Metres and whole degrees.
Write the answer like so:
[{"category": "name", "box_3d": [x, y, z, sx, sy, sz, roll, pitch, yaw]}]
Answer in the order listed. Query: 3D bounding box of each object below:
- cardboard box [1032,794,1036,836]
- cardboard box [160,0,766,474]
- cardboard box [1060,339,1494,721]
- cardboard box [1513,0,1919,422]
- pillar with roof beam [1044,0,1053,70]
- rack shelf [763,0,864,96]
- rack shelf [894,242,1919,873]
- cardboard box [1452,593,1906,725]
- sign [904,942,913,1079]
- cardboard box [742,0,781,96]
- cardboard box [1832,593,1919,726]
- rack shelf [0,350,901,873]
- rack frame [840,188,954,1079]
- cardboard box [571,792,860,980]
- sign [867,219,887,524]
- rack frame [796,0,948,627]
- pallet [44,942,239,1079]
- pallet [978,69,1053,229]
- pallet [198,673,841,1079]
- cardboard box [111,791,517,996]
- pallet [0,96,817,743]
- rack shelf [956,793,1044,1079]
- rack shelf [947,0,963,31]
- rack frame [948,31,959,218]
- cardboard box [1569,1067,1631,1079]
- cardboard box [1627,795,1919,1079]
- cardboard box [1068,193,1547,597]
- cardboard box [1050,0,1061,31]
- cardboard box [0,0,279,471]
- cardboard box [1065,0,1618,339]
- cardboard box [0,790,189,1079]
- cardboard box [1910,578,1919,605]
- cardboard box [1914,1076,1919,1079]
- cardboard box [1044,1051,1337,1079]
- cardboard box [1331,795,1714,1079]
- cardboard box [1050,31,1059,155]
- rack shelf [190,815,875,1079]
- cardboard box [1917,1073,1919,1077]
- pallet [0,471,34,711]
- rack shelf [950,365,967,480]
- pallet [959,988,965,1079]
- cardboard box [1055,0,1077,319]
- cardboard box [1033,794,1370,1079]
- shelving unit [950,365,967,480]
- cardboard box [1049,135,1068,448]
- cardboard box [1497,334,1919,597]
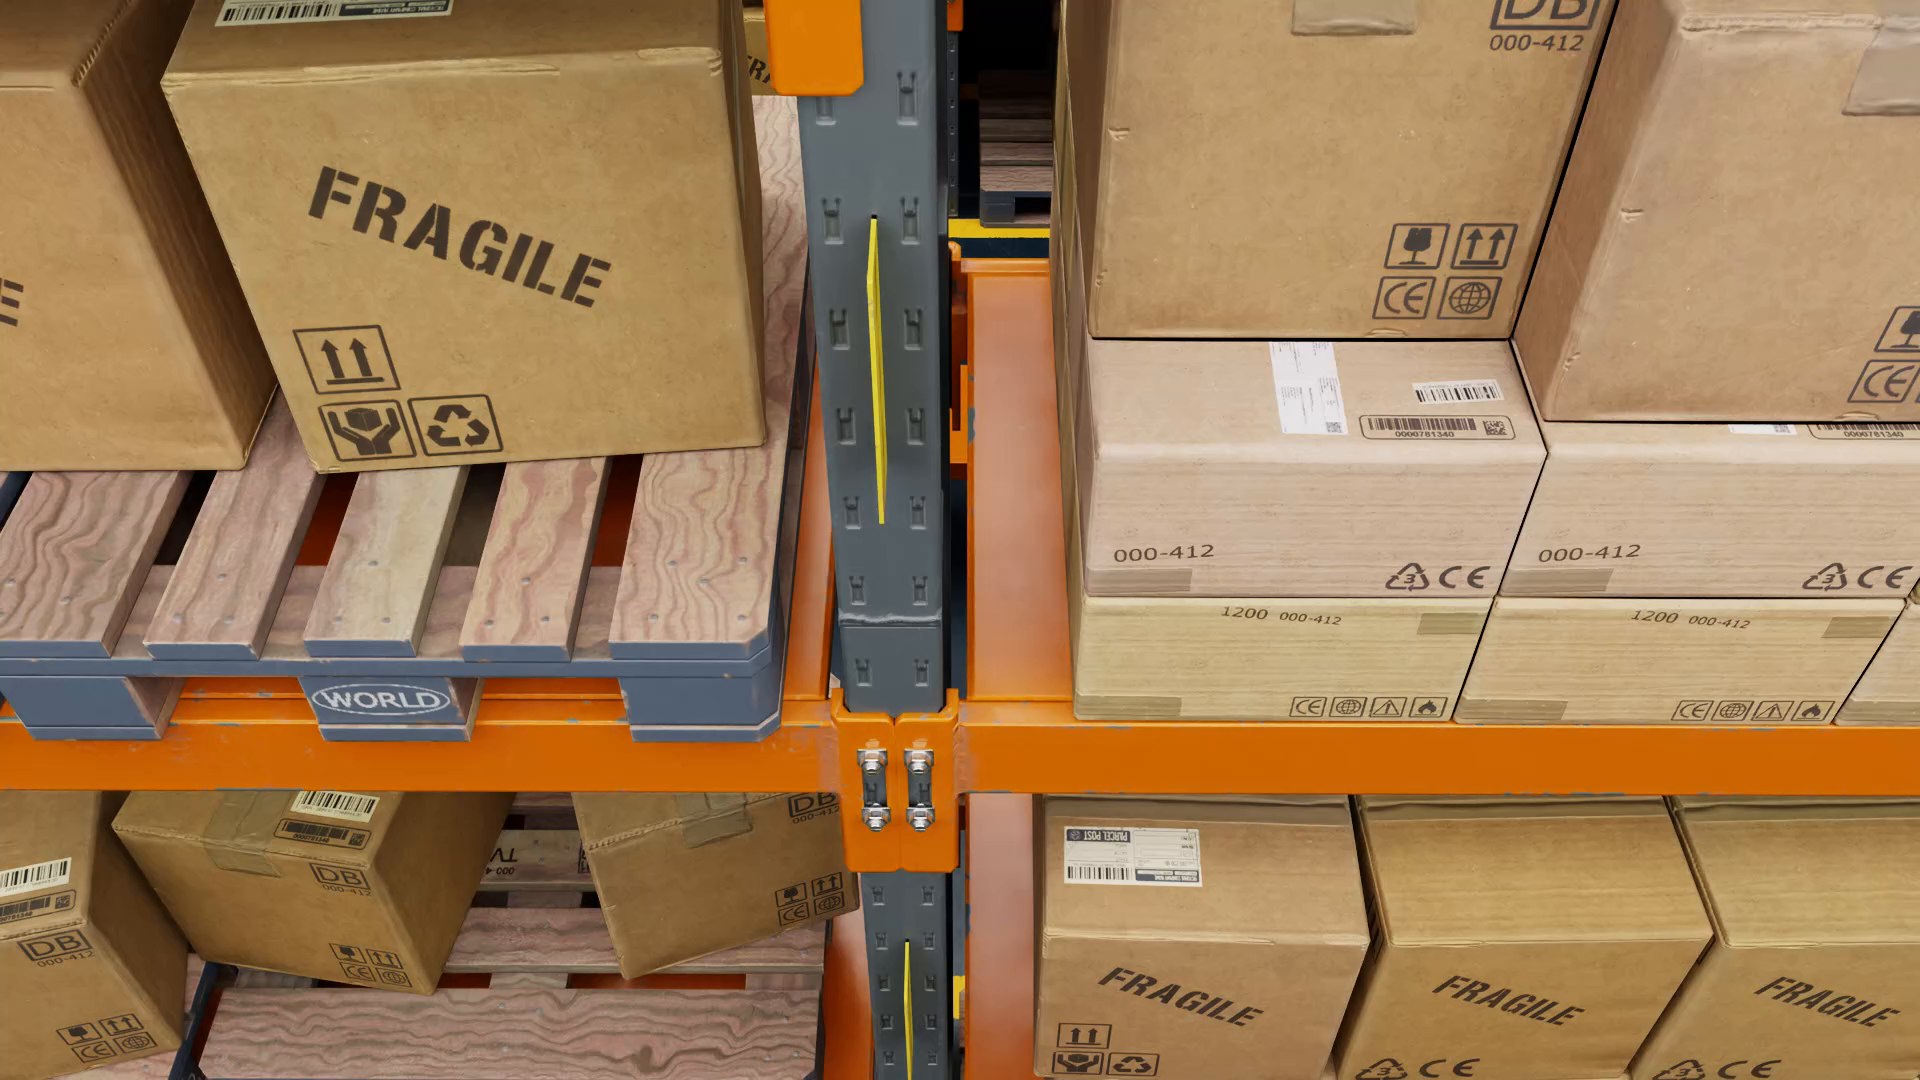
[{"category": "cardboard box", "box_3d": [0.417, 0.543, 3.627, 0.500, 0.500, 0.500, 1, 47, 1]}, {"category": "cardboard box", "box_3d": [-0.588, -0.525, 2.217, 0.600, 0.600, 0.600, -4, 47, -4]}, {"category": "cardboard box", "box_3d": [0.401, -0.025, 2.277, 0.500, 0.250, 0.500, 0, 47, 0]}, {"category": "cardboard box", "box_3d": [0.902, -0.555, 1.917, 0.500, 0.500, 0.700, 0, 47, 0]}, {"category": "pillar with roof beam", "box_3d": [0.618, -2.387, 2.324, 0.400, 9.000, 9.100, 0, 47, 0]}, {"category": "rack shelf", "box_3d": [-2.084, -0.905, 1.709, 4.000, 0.370, 1.077, 0, 47, 0]}, {"category": "rack shelf", "box_3d": [1.916, -0.008, 2.650, 4.000, 0.370, 1.077, 0, 47, 0]}, {"category": "cardboard box", "box_3d": [0.901, -0.021, 2.273, 0.500, 0.250, 0.500, 0, 47, 0]}, {"category": "sign", "box_3d": [-0.083, 0.775, 2.688, 0.005, 0.325, 0.100, 0, 47, 0]}, {"category": "cardboard box", "box_3d": [-0.720, -2.180, 7.411, 0.750, 0.750, 0.750, 1, 47, 1]}, {"category": "cardboard box", "box_3d": [1.401, -0.018, 2.271, 0.500, 0.250, 0.500, 0, 47, 0]}, {"category": "rack shelf", "box_3d": [-2.084, -0.019, 2.661, 4.000, 0.370, 1.077, 0, 47, 0]}, {"category": "rack frame", "box_3d": [-0.084, 0.763, 3.490, 0.127, 3.000, 1.000, 0, 47, 0]}, {"category": "cardboard box", "box_3d": [-0.557, 0.421, 3.453, 0.500, 0.500, 0.700, -14, 49, -13]}, {"category": "sign", "box_3d": [-0.083, -0.163, 1.681, 0.005, 0.325, 0.100, 0, 47, 0]}, {"category": "rack frame", "box_3d": [-0.084, -1.281, 1.294, 0.127, 3.000, 1.000, 0, 47, 0]}, {"category": "pallet", "box_3d": [-2.140, 0.820, 3.569, 1.213, 0.211, 1.003, 0, 47, 0]}, {"category": "pallet", "box_3d": [0.691, -1.853, 7.831, 1.213, 0.211, 1.003, 0, 47, 0]}, {"category": "pallet", "box_3d": [-0.883, 0.747, 3.637, 1.213, 0.211, 1.003, 0, 47, 0]}, {"category": "cardboard box", "box_3d": [-1.245, 0.466, 3.412, 0.500, 0.500, 0.700, 7, 47, 6]}, {"category": "pallet", "box_3d": [-0.736, -0.248, 2.511, 1.003, 0.211, 1.213, 0, 47, 0]}, {"category": "rack shelf", "box_3d": [1.916, 1.014, 3.748, 4.000, 0.370, 1.077, 0, 47, 0]}, {"category": "rack shelf", "box_3d": [1.930, -2.612, 7.123, 4.000, 0.370, 1.077, 0, 47, 0]}, {"category": "rack frame", "box_3d": [-0.070, -2.863, 6.865, 0.127, 3.000, 1.000, 0, 47, 0]}, {"category": "cardboard box", "box_3d": [0.936, 0.929, 3.268, 0.500, 0.500, 0.500, 1, 47, 1]}, {"category": "cardboard box", "box_3d": [1.416, 0.599, 2.892, 0.500, 0.500, 0.500, -1, 47, -1]}, {"category": "cardboard box", "box_3d": [0.401, -0.195, 2.094, 0.500, 0.250, 0.500, 0, 47, 0]}, {"category": "cardboard box", "box_3d": [0.534, -2.444, 7.453, 0.250, 0.149, 0.380, 0, 47, 0]}, {"category": "cardboard box", "box_3d": [-1.256, -0.510, 2.203, 0.600, 0.600, 0.600, 0, 47, 0]}, {"category": "cardboard box", "box_3d": [0.402, -0.660, 2.014, 0.500, 0.500, 0.700, 0, 47, 0]}, {"category": "cardboard box", "box_3d": [-1.851, 0.627, 3.262, 0.500, 0.500, 0.700, -11, 48, -10]}, {"category": "cardboard box", "box_3d": [1.401, -0.185, 2.084, 0.500, 0.250, 0.500, 0, 47, 0]}, {"category": "cardboard box", "box_3d": [1.437, 0.932, 3.265, 0.500, 0.500, 0.500, 0, 47, 0]}, {"category": "cardboard box", "box_3d": [0.424, 0.930, 3.267, 0.500, 0.500, 0.500, 1, 47, 1]}, {"category": "cardboard box", "box_3d": [0.902, 0.597, 2.894, 0.500, 0.500, 0.500, -1, 47, -1]}, {"category": "cardboard box", "box_3d": [0.678, -2.077, 7.555, 0.500, 0.500, 0.700, 1, 47, 1]}, {"category": "rack shelf", "box_3d": [-2.084, 1.003, 3.759, 4.000, 0.370, 1.077, 0, 47, 0]}, {"category": "cardboard box", "box_3d": [1.932, 0.599, 2.891, 0.500, 0.500, 0.500, 1, 47, 1]}, {"category": "pallet", "box_3d": [-1.773, -0.248, 2.511, 1.003, 0.211, 1.213, 0, 47, 0]}, {"category": "rack shelf", "box_3d": [-0.085, -0.389, 5.833, 1.000, 0.185, 0.538, 0, 47, 0]}, {"category": "pallet", "box_3d": [0.602, 1.716, 4.509, 1.213, 0.211, 1.003, 0, 47, 0]}, {"category": "cardboard box", "box_3d": [0.403, -0.575, 2.448, 0.500, 0.250, 0.500, 0, 47, 0]}, {"category": "cardboard box", "box_3d": [0.386, 0.596, 2.895, 0.500, 0.500, 0.500, 1, 47, 1]}, {"category": "shelving unit", "box_3d": [-0.076, -0.511, 5.701, 1.083, 1.500, 0.587, 0, 47, 0]}, {"category": "cardboard box", "box_3d": [0.403, -0.401, 2.627, 0.500, 0.250, 0.500, 0, 47, 0]}, {"category": "cardboard box", "box_3d": [0.901, -0.195, 2.094, 0.500, 0.250, 0.500, 0, 47, 0]}]
